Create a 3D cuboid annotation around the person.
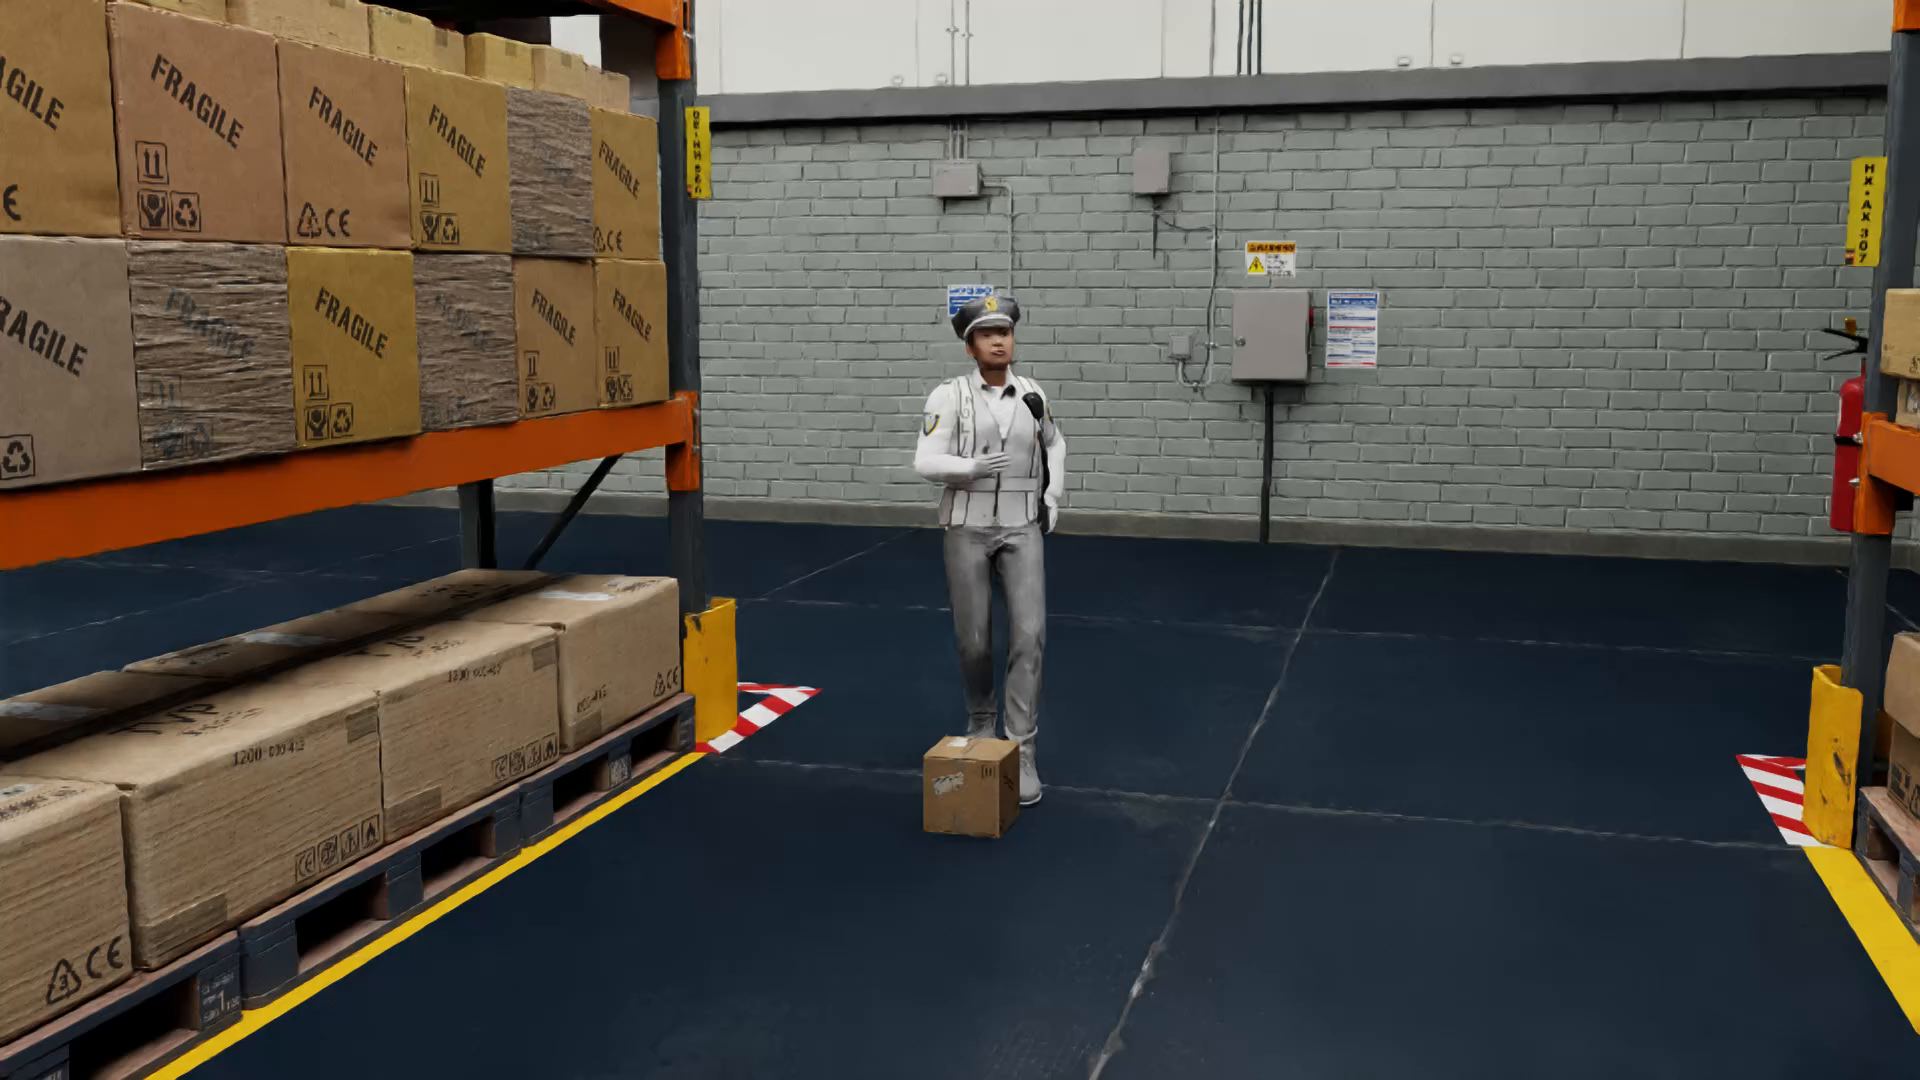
[{"bbox_3d":[0.133,-0.004,5.770,0.574,1.682,0.805,-1,8,-5],"label":"person"}]
